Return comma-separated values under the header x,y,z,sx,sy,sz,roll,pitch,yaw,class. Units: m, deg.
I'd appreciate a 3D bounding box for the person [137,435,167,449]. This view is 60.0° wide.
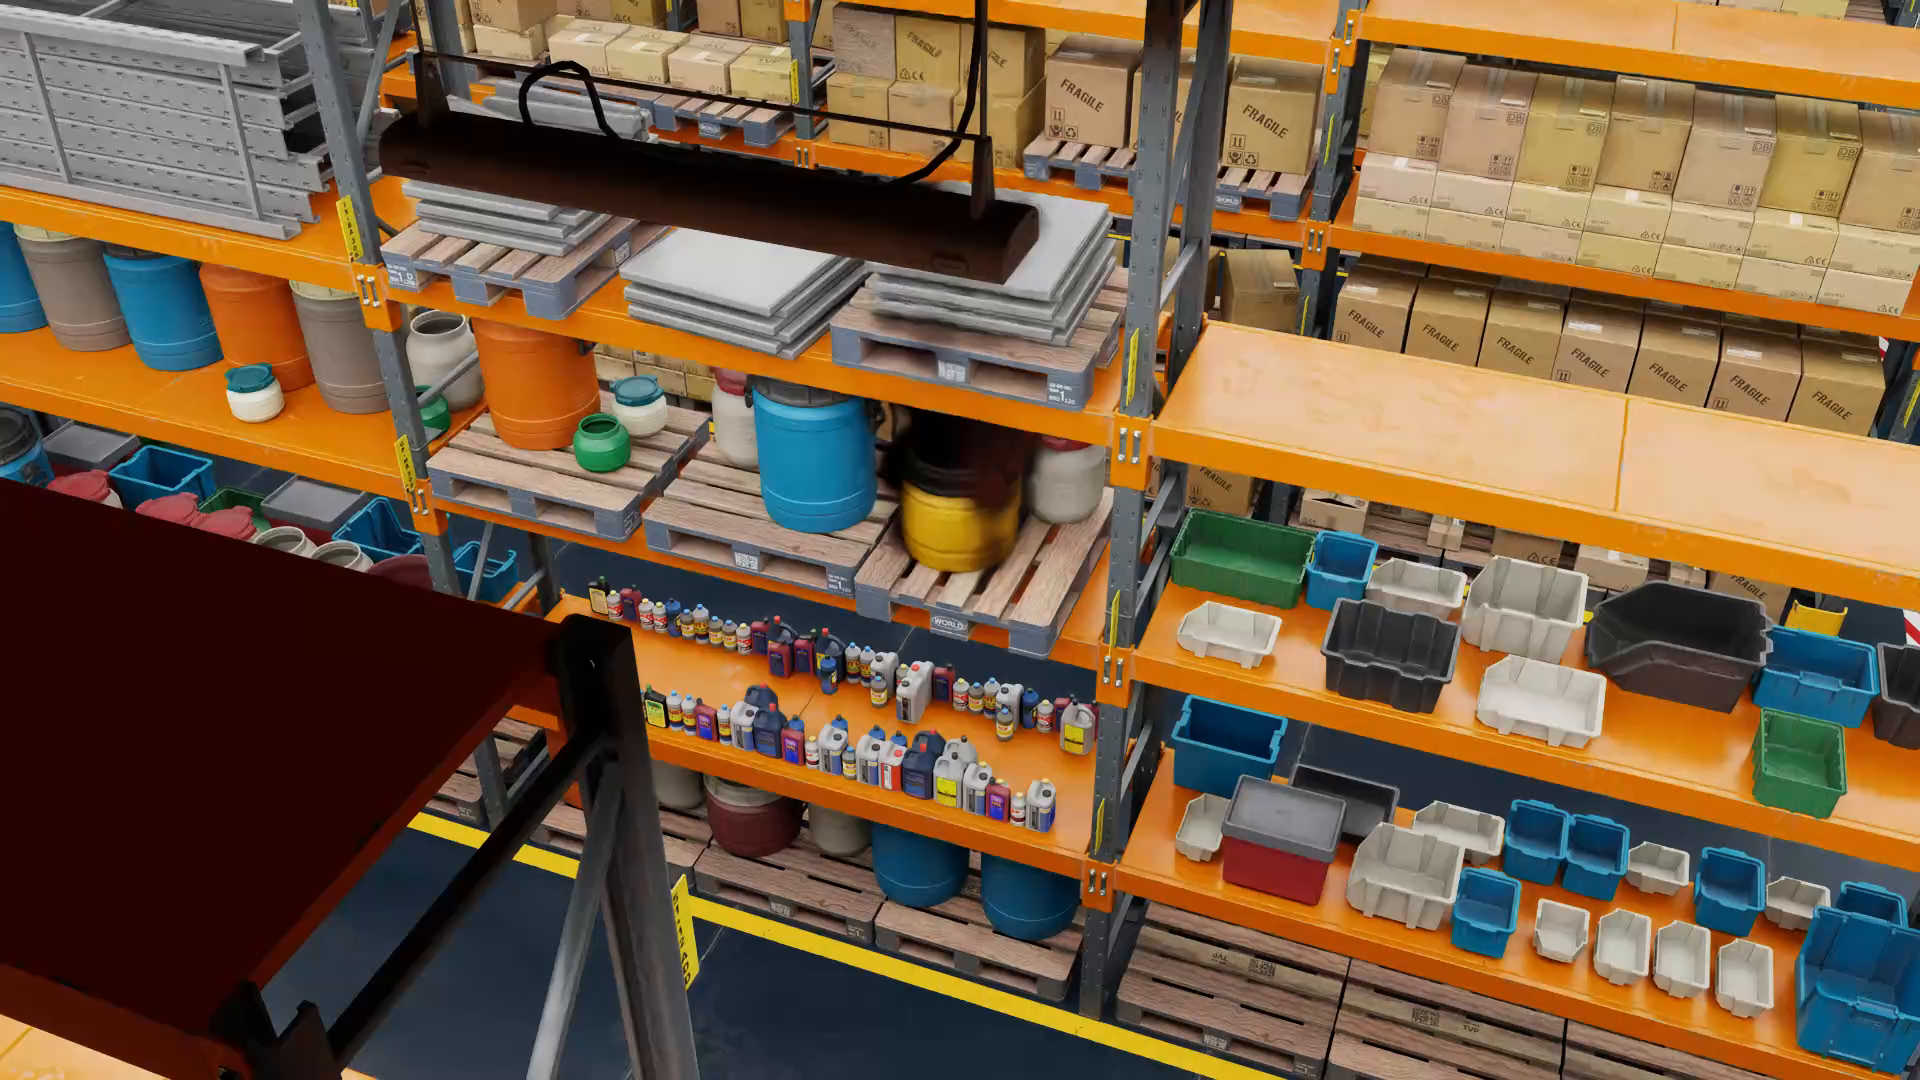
x,y,z,sx,sy,sz,roll,pitch,yaw,class
-6.445,-0.981,13.276,0.670,1.735,0.688,21,41,26,person
